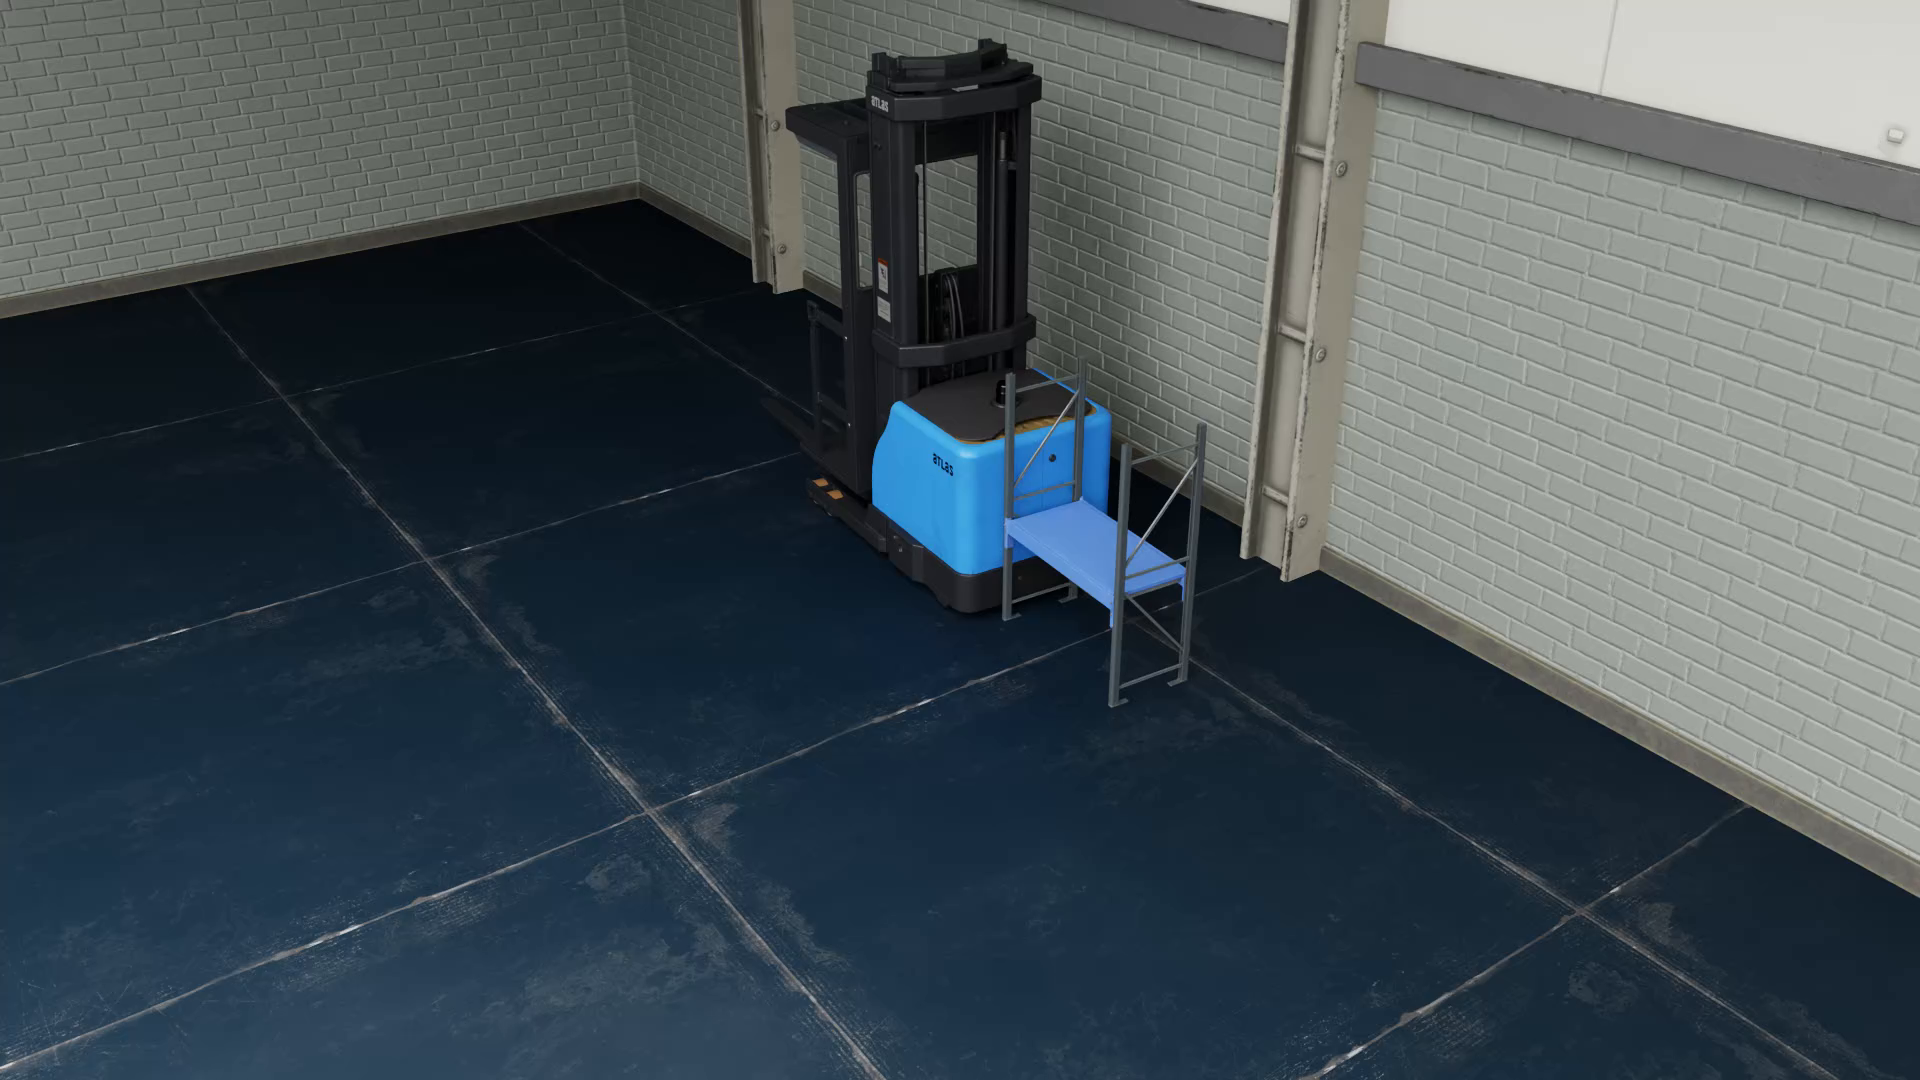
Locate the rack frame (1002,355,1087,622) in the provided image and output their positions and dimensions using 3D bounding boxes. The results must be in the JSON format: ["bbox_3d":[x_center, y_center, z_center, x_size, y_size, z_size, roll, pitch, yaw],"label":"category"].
[{"bbox_3d":[0.460,-0.267,9.169,0.500,1.500,0.032,-16,33,-27],"label":"rack frame"}]

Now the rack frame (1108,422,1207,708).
[{"bbox_3d":[0.992,0.147,8.408,0.500,1.500,0.032,-16,33,-27],"label":"rack frame"}]

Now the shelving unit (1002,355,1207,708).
[{"bbox_3d":[0.726,-0.060,8.789,0.538,1.500,1.048,-16,33,-27],"label":"shelving unit"}]

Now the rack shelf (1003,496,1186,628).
[{"bbox_3d":[0.726,0.098,8.875,0.538,0.185,1.000,-16,33,-27],"label":"rack shelf"}]

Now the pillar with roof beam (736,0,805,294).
[{"bbox_3d":[-5.057,-4.965,9.963,9.100,9.000,0.400,-19,34,-31],"label":"pillar with roof beam"}]

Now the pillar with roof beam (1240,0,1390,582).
[{"bbox_3d":[-1.577,-2.632,5.668,9.100,9.000,0.400,-19,34,-31],"label":"pillar with roof beam"}]

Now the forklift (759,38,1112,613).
[{"bbox_3d":[-0.327,-1.542,10.019,1.130,2.935,3.031,-16,33,-27],"label":"forklift"}]
